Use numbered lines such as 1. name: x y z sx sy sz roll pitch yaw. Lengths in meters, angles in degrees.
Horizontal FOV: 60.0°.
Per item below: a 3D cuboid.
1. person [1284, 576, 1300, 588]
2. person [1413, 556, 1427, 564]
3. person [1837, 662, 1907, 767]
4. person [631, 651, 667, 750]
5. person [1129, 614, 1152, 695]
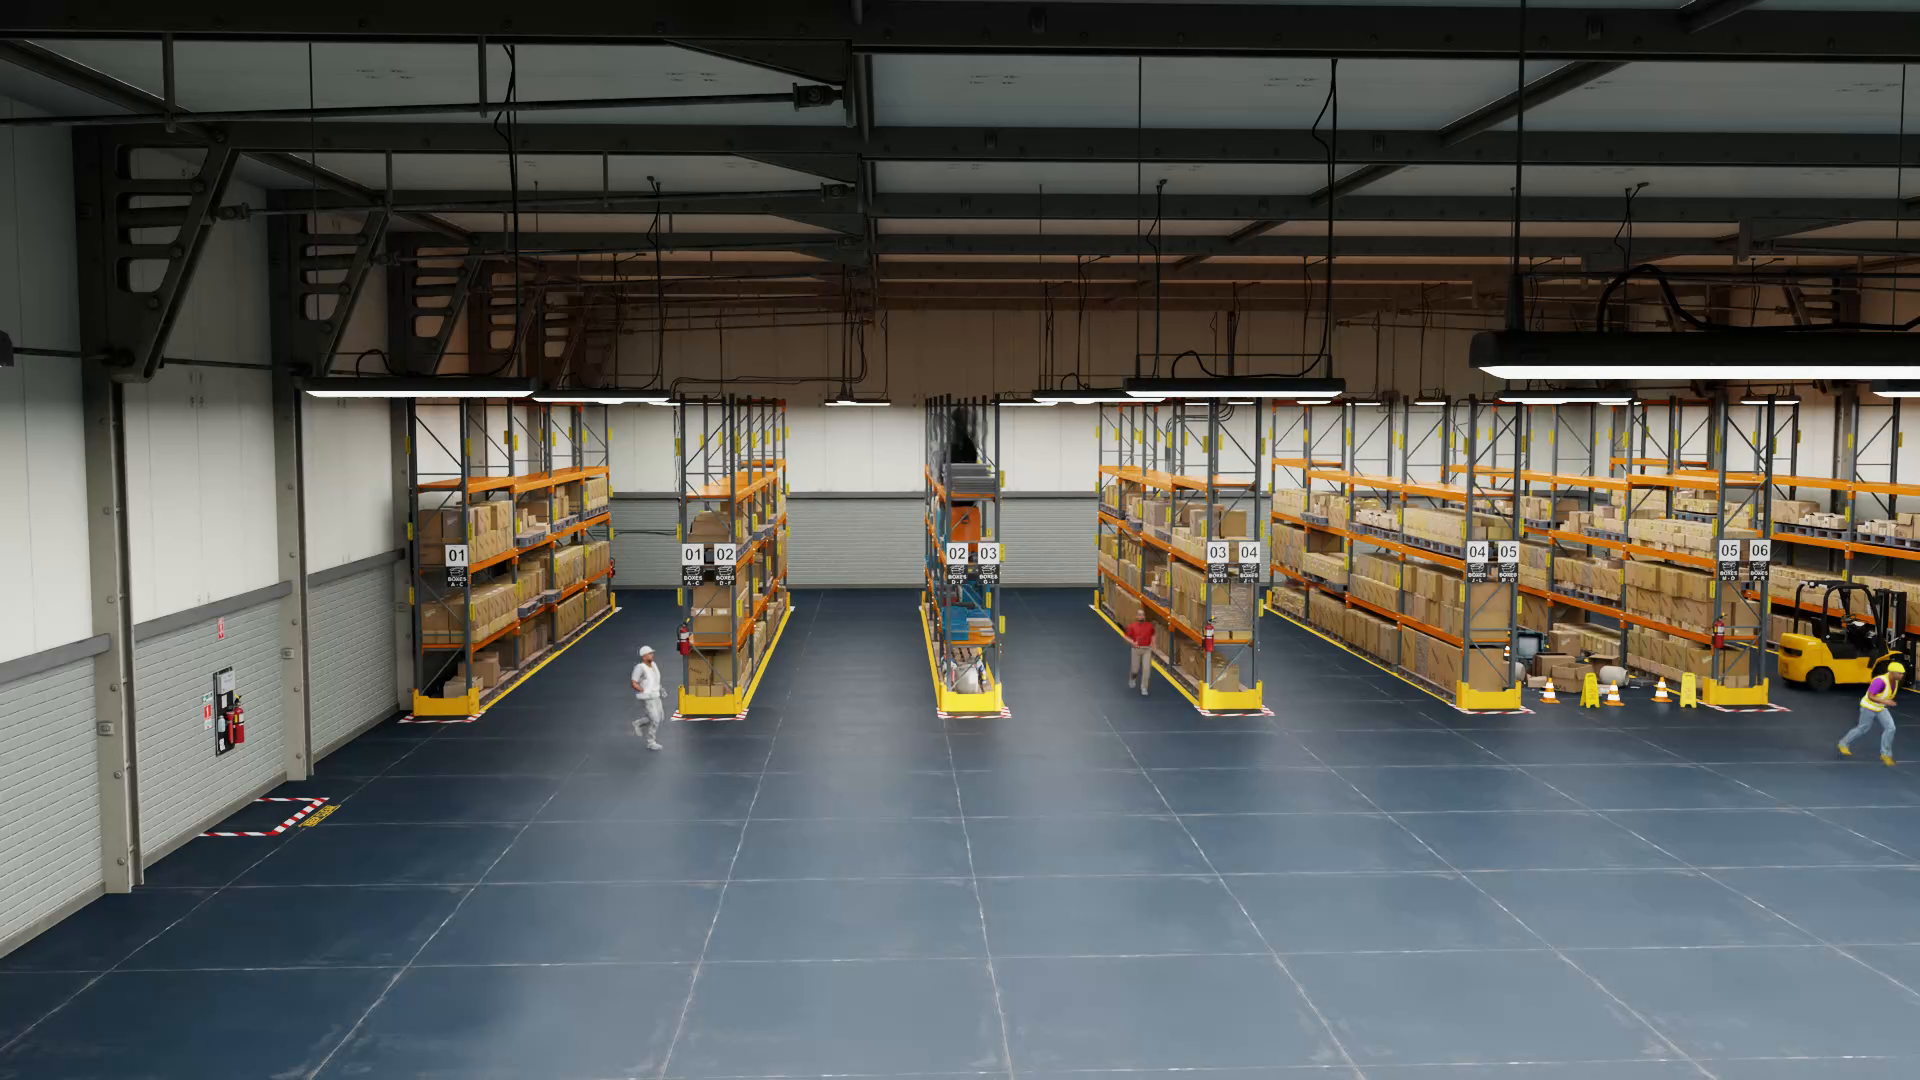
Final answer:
1. person: 9.869 1.031 49.149 0.568 1.615 0.638 3 6 35
2. person: 14.003 0.898 50.759 0.661 1.619 0.586 -2 5 -22
3. person: 14.776 2.789 26.936 0.747 1.714 1.046 -3 5 -33
4. person: -5.301 2.668 28.017 0.616 1.704 0.683 2 5 18
5. person: 3.624 2.273 33.389 0.425 1.618 0.782 0 5 -5
